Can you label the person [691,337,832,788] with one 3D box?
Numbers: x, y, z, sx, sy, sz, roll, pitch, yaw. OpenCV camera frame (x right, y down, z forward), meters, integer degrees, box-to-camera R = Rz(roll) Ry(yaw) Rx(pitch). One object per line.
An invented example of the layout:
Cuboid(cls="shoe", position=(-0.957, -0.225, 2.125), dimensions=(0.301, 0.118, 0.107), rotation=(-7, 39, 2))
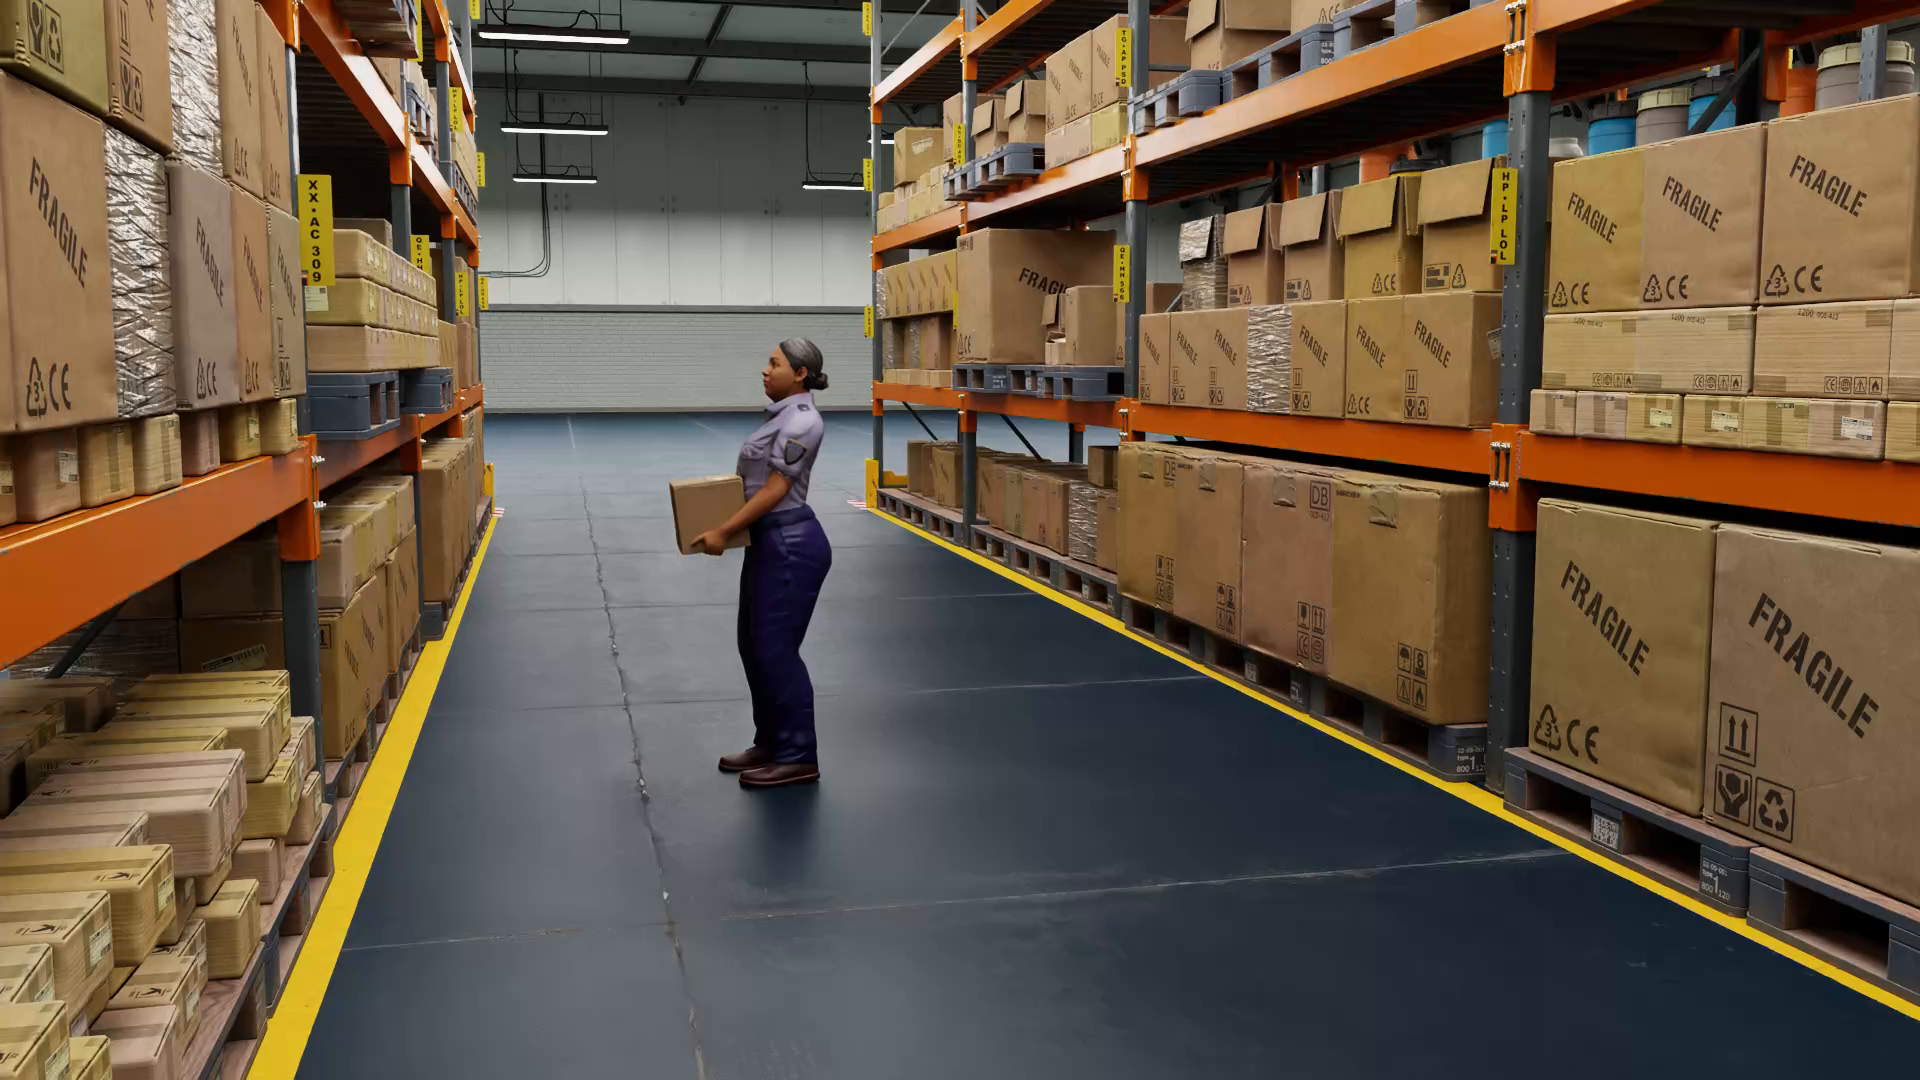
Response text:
Cuboid(cls="person", position=(-0.740, 0.072, 6.151), dimensions=(0.524, 1.636, 0.453), rotation=(-1, 6, -13))
